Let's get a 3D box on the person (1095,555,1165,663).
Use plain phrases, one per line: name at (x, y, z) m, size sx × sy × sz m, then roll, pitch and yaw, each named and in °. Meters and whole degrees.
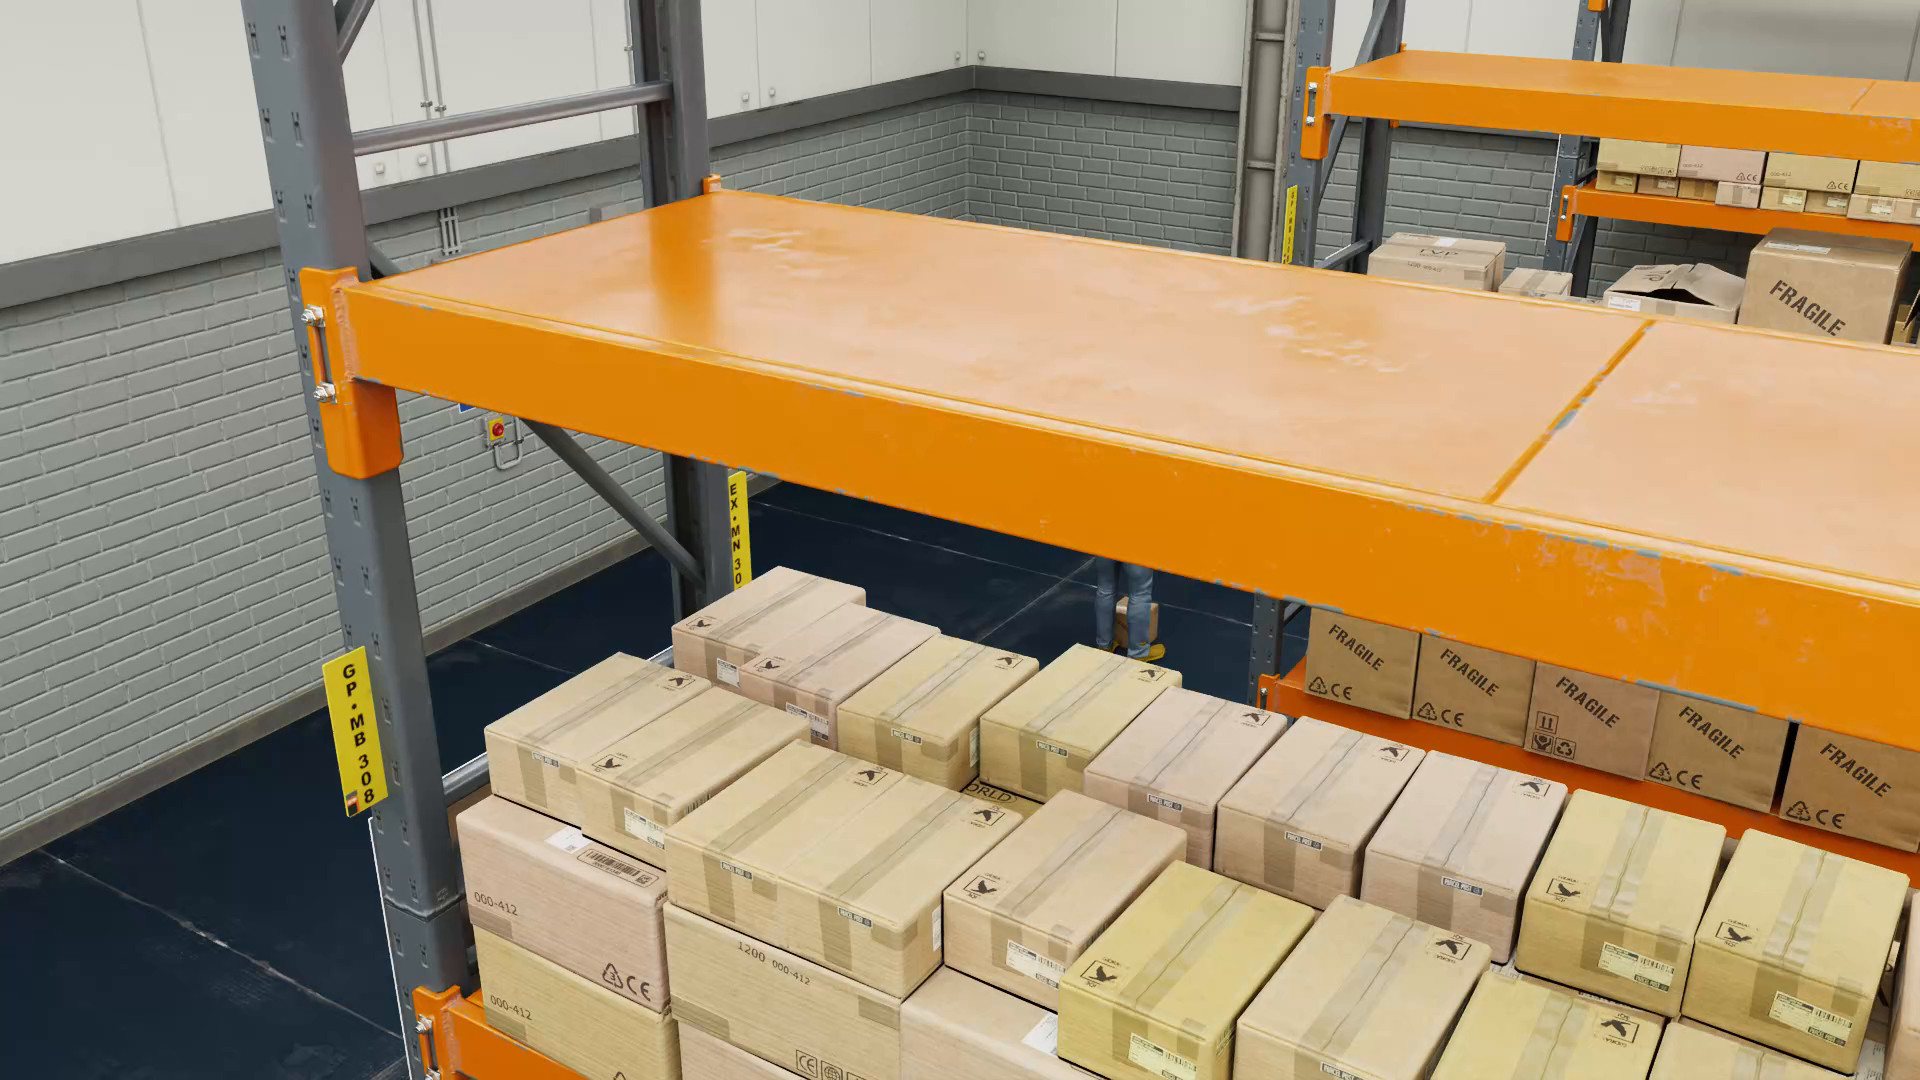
person at (1.047, -0.052, 10.678) m, size 0.622 × 1.759 × 0.462 m, roll 12°, pitch 26°, yaw 26°
